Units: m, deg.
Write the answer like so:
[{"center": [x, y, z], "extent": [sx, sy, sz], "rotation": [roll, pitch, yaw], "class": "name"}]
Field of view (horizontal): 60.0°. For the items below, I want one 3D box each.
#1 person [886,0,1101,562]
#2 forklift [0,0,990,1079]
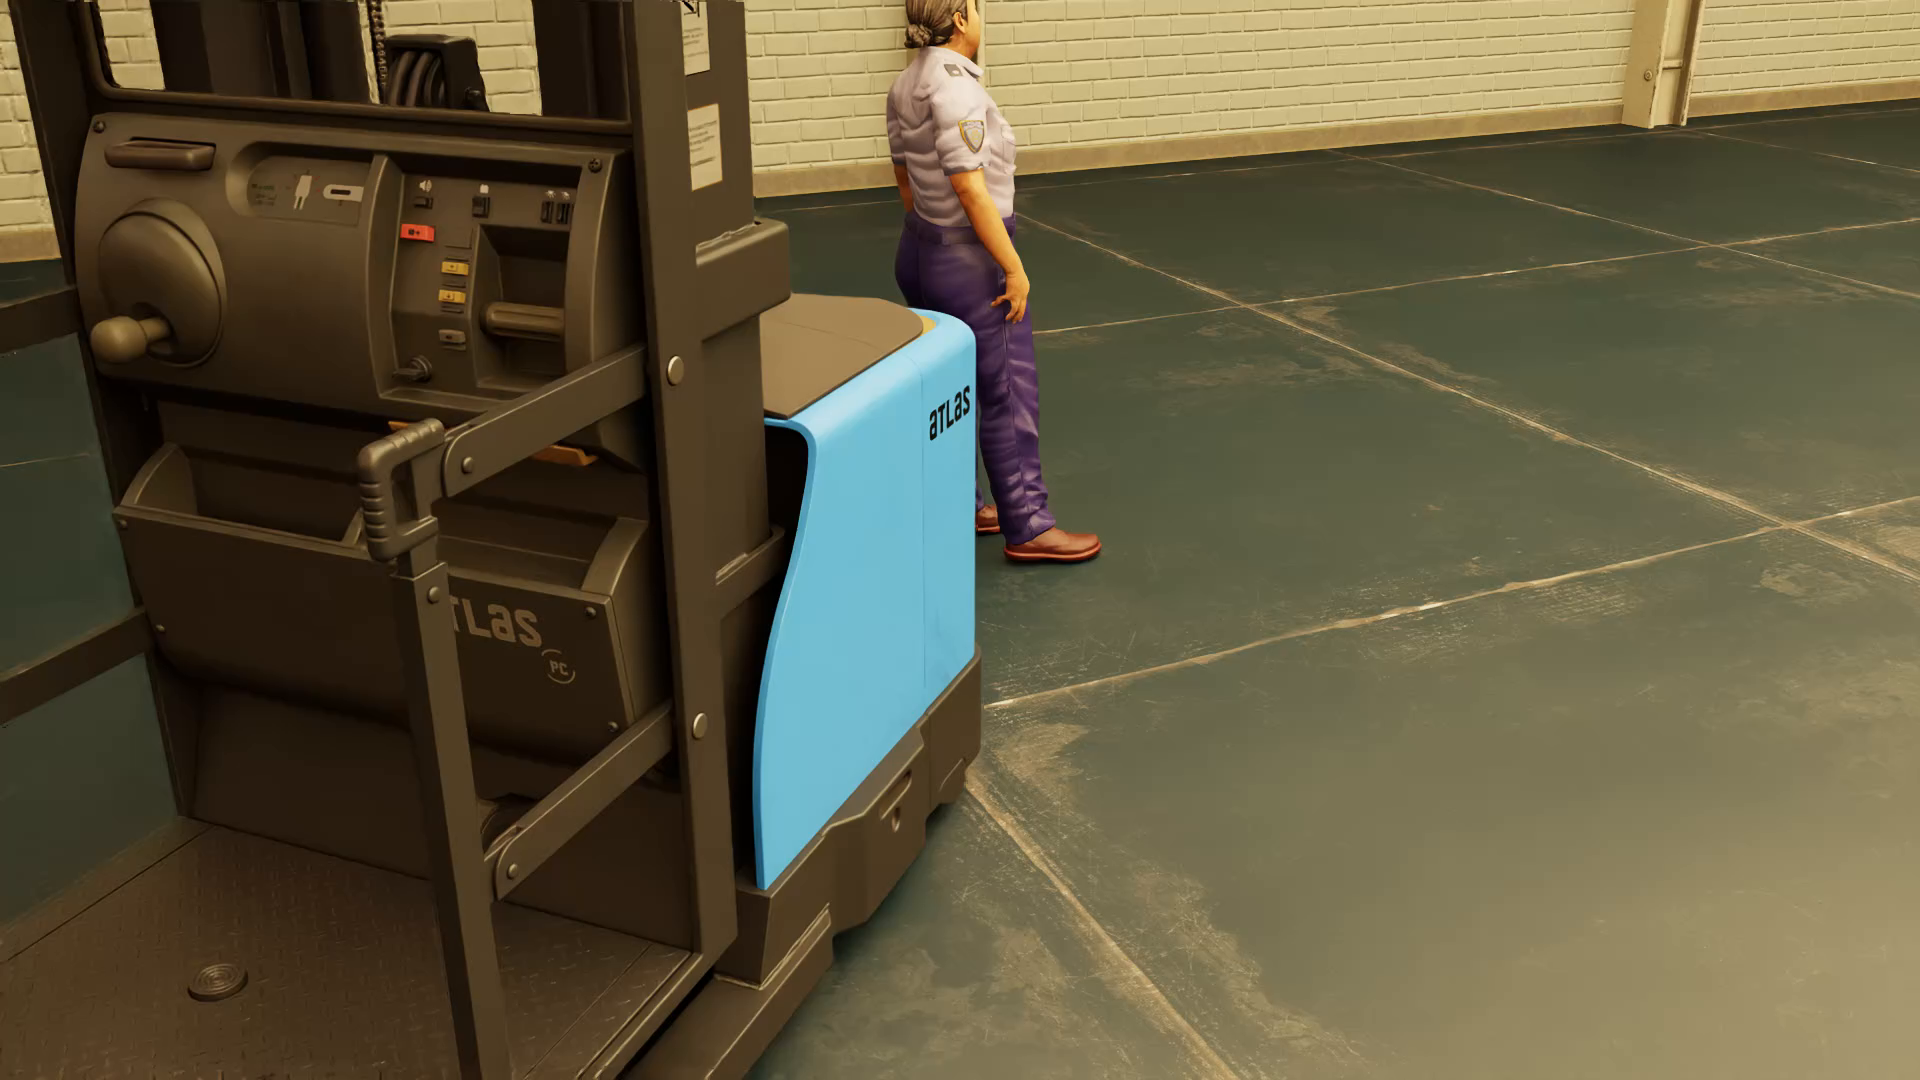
[{"center": [0.090, -0.771, 4.806], "extent": [0.503, 1.642, 0.599], "rotation": [-10, 25, -23], "class": "person"}, {"center": [-0.959, -0.396, 2.239], "extent": [1.130, 2.935, 3.031], "rotation": [9, 24, 20], "class": "forklift"}]
